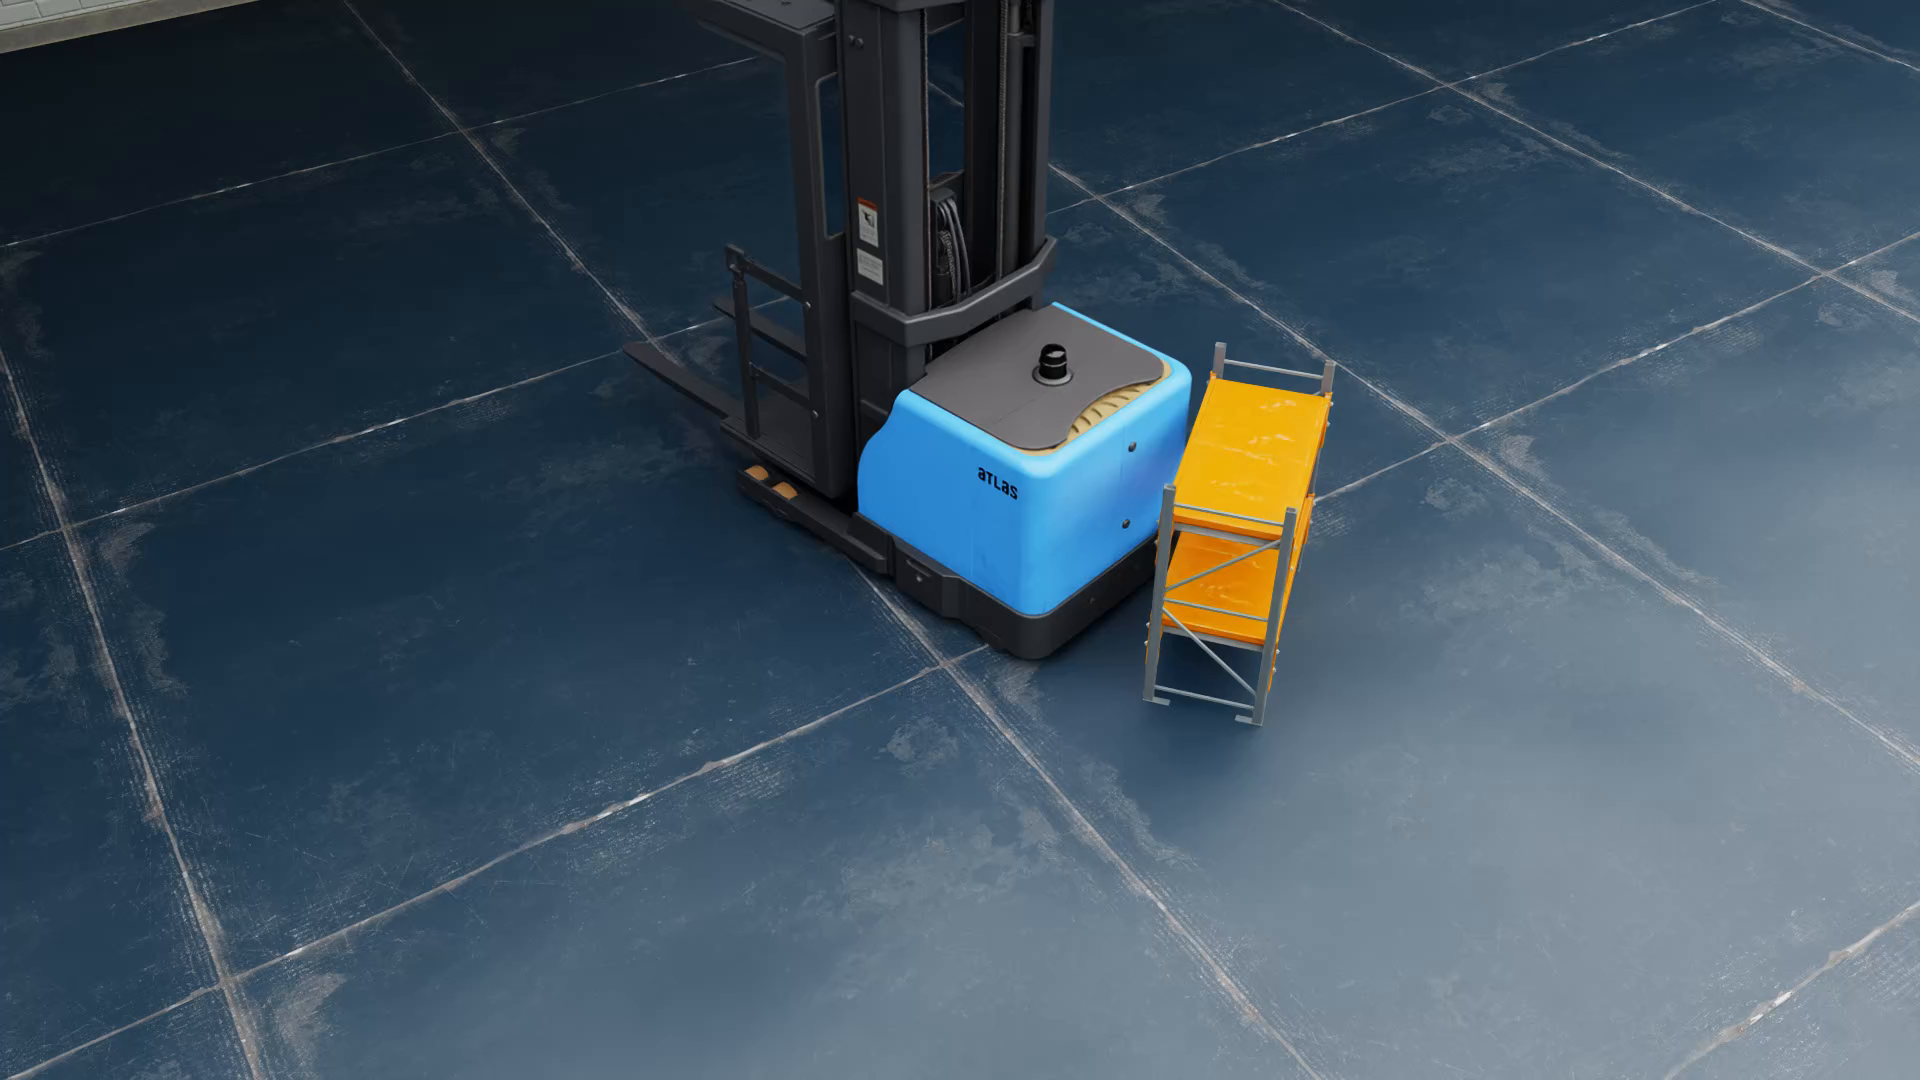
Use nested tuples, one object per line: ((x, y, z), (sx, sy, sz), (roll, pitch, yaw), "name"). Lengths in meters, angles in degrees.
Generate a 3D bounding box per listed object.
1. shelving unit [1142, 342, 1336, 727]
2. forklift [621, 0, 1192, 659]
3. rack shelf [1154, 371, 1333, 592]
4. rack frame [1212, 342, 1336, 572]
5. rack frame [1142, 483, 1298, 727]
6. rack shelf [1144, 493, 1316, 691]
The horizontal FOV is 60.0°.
((1.159, -0.033, 6.911), (0.538, 1.125, 1.048), (11, 41, 13), "shelving unit")
((-0.429, -1.447, 7.197), (3.031, 2.935, 1.130), (31, 49, 32), "forklift")
((1.159, -0.258, 6.724), (0.538, 0.278, 1.000), (11, 41, 13), "rack shelf")
((1.313, -0.343, 7.283), (0.500, 1.125, 0.032), (11, 41, 13), "rack frame")
((1.005, 0.277, 6.539), (0.500, 1.125, 0.032), (11, 41, 13), "rack frame")
((1.159, 0.155, 7.068), (0.538, 0.278, 1.000), (11, 41, 13), "rack shelf")
